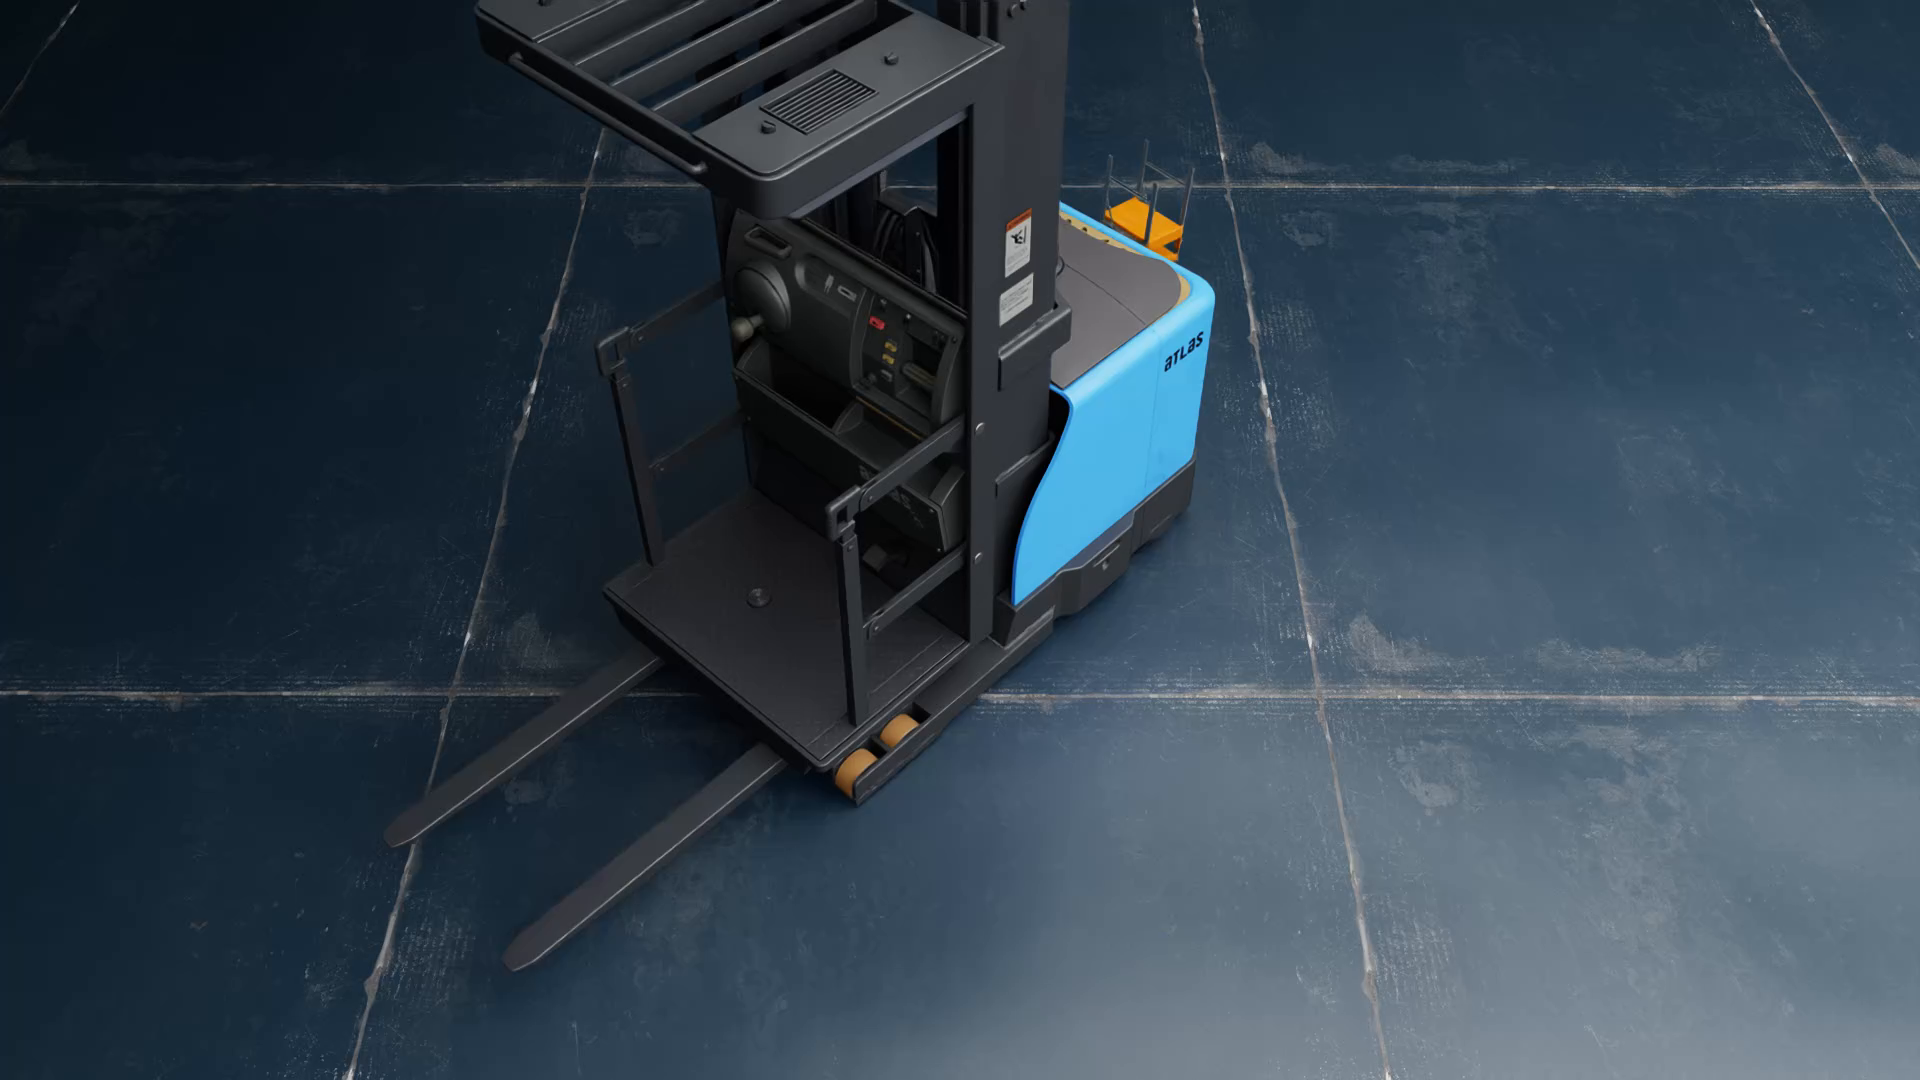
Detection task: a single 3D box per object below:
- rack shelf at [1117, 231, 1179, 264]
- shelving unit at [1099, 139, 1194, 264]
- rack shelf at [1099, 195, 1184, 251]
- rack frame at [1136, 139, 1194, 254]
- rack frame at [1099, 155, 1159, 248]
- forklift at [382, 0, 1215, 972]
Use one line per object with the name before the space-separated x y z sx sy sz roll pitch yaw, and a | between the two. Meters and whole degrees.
rack shelf | 0.646 -1.038 6.122 0.180 0.103 0.258 -30 53 -31
shelving unit | 0.633 -0.897 6.256 0.189 1.200 0.258 -30 53 -31
rack shelf | 0.654 -1.125 6.039 0.180 0.103 0.258 -30 53 -31
rack frame | 0.701 -0.935 6.303 0.006 1.200 0.240 -30 53 -31
rack frame | 0.564 -0.858 6.209 0.006 1.200 0.240 -30 53 -31
forklift | -0.498 -0.577 4.785 1.130 2.935 3.031 34 56 28
